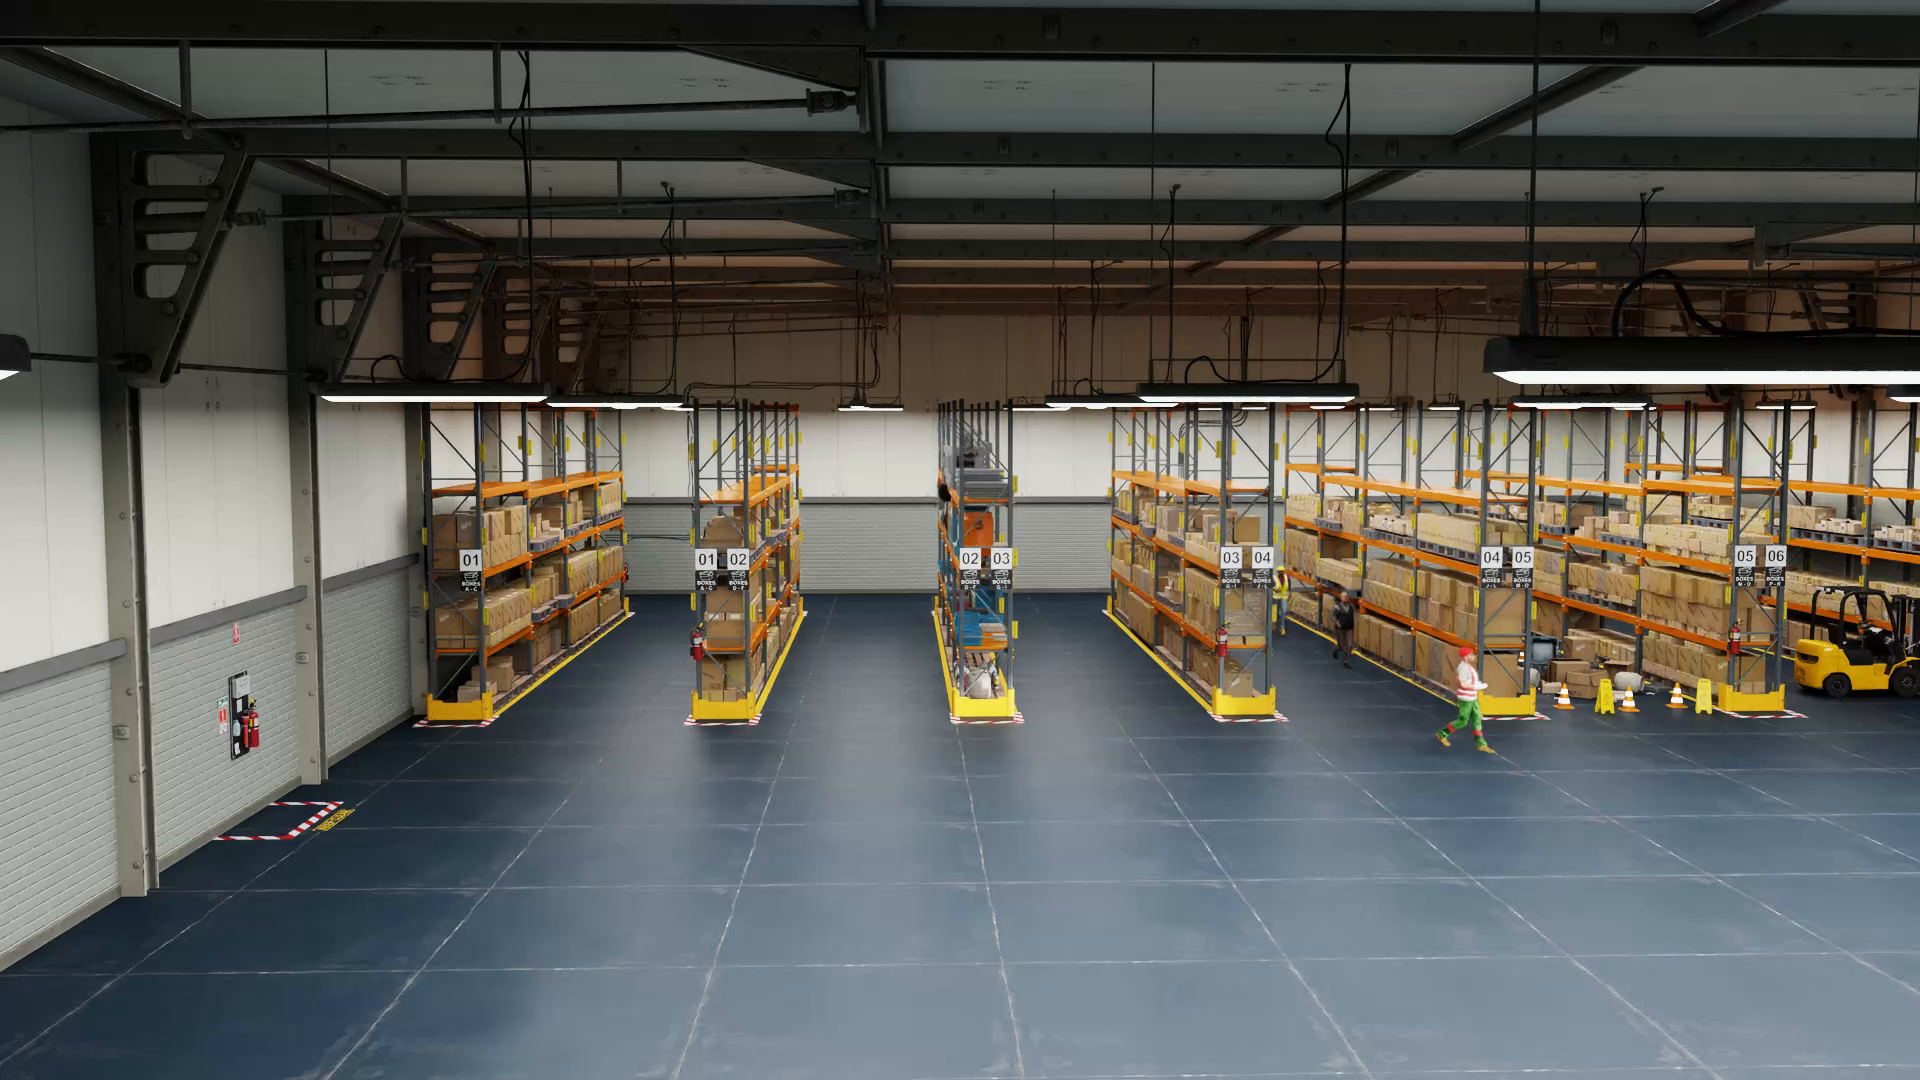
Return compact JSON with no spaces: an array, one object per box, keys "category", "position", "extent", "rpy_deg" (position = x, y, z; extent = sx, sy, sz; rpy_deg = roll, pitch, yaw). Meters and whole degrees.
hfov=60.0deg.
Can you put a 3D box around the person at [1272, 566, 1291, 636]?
[{"category":"person","position":[8.321,1.552,43.370],"extent":[0.729,1.787,1.006],"rpy_deg":[-1,4,-9]}]

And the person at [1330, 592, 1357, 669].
[{"category":"person","position":[8.690,2.033,37.646],"extent":[0.661,1.708,0.792],"rpy_deg":[-1,4,-7]}]

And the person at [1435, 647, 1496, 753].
[{"category":"person","position":[8.524,2.682,27.995],"extent":[0.987,1.786,0.656],"rpy_deg":[2,5,29]}]
